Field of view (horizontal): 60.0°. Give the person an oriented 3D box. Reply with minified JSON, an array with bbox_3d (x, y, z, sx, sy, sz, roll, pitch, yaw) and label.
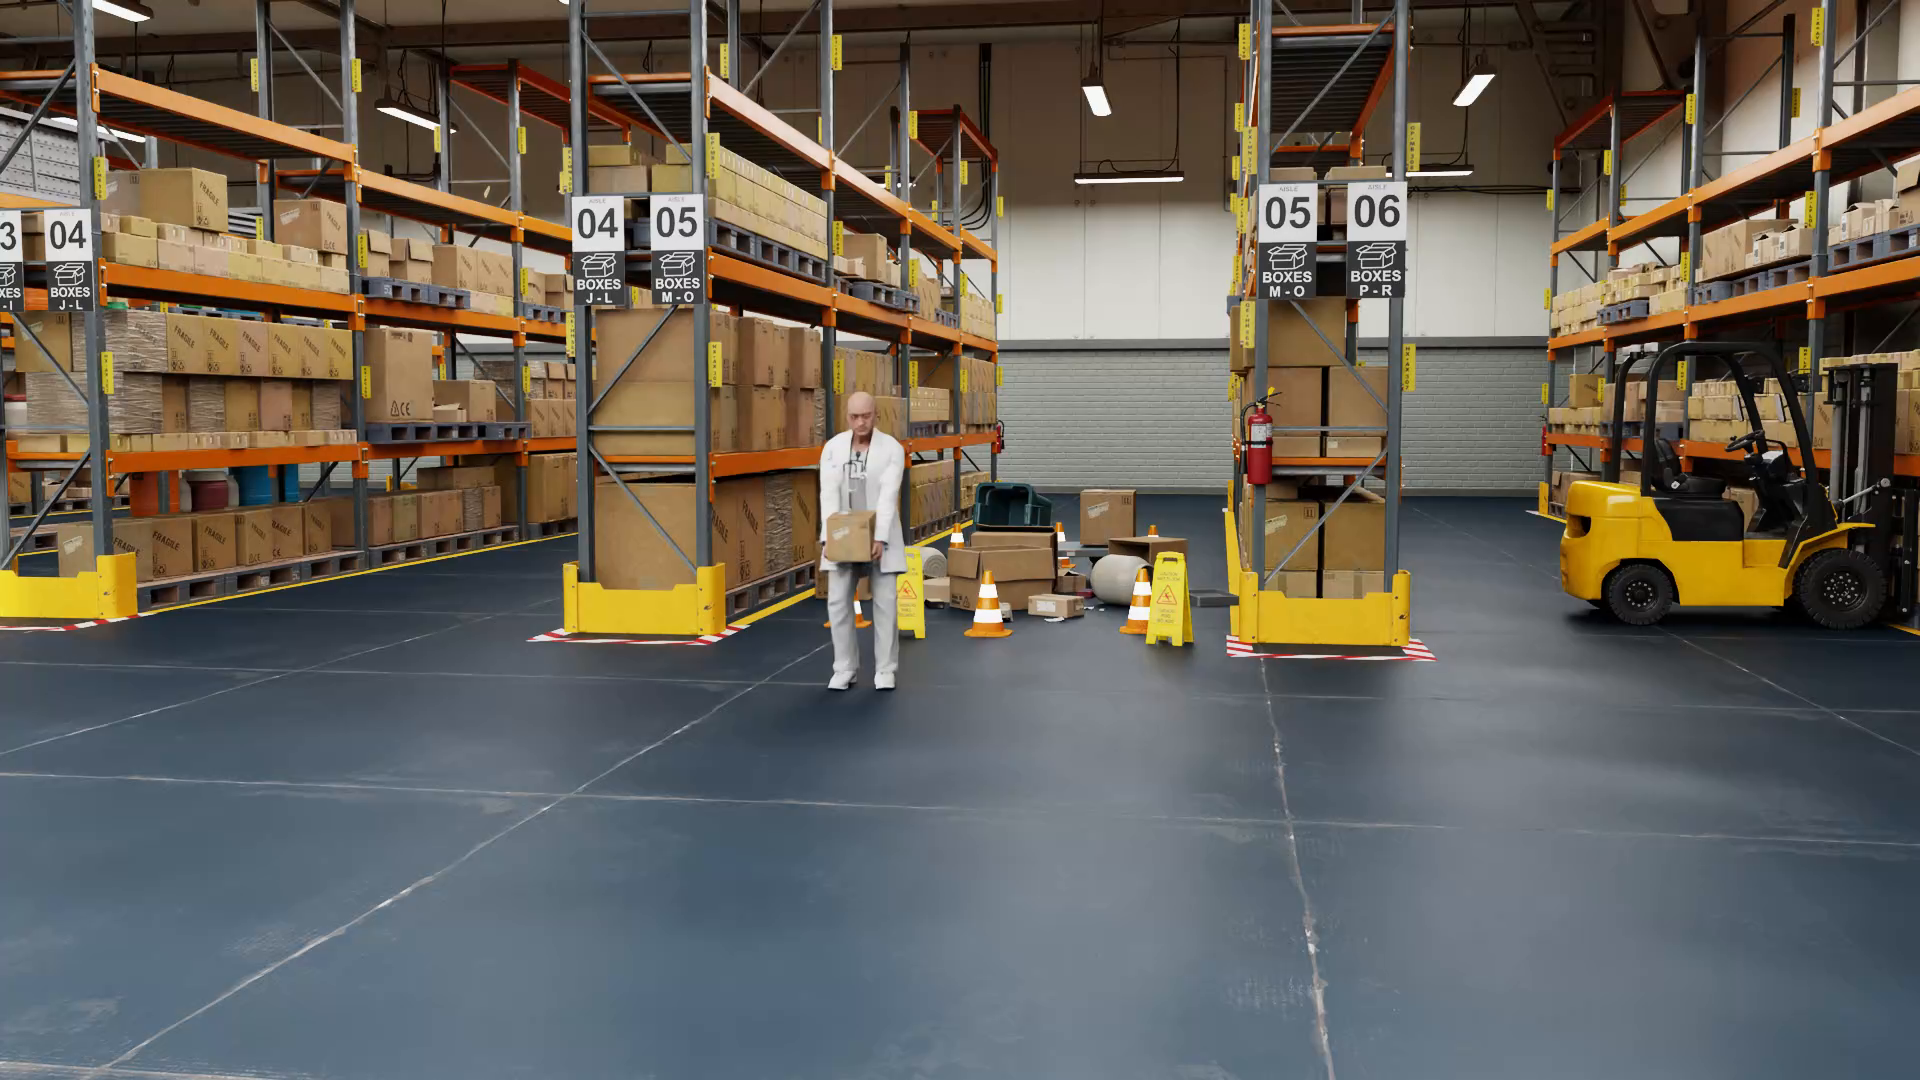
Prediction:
[{"bbox_3d":[-0.581,0.008,9.748,0.534,1.743,0.600,1,4,8],"label":"person"}]
